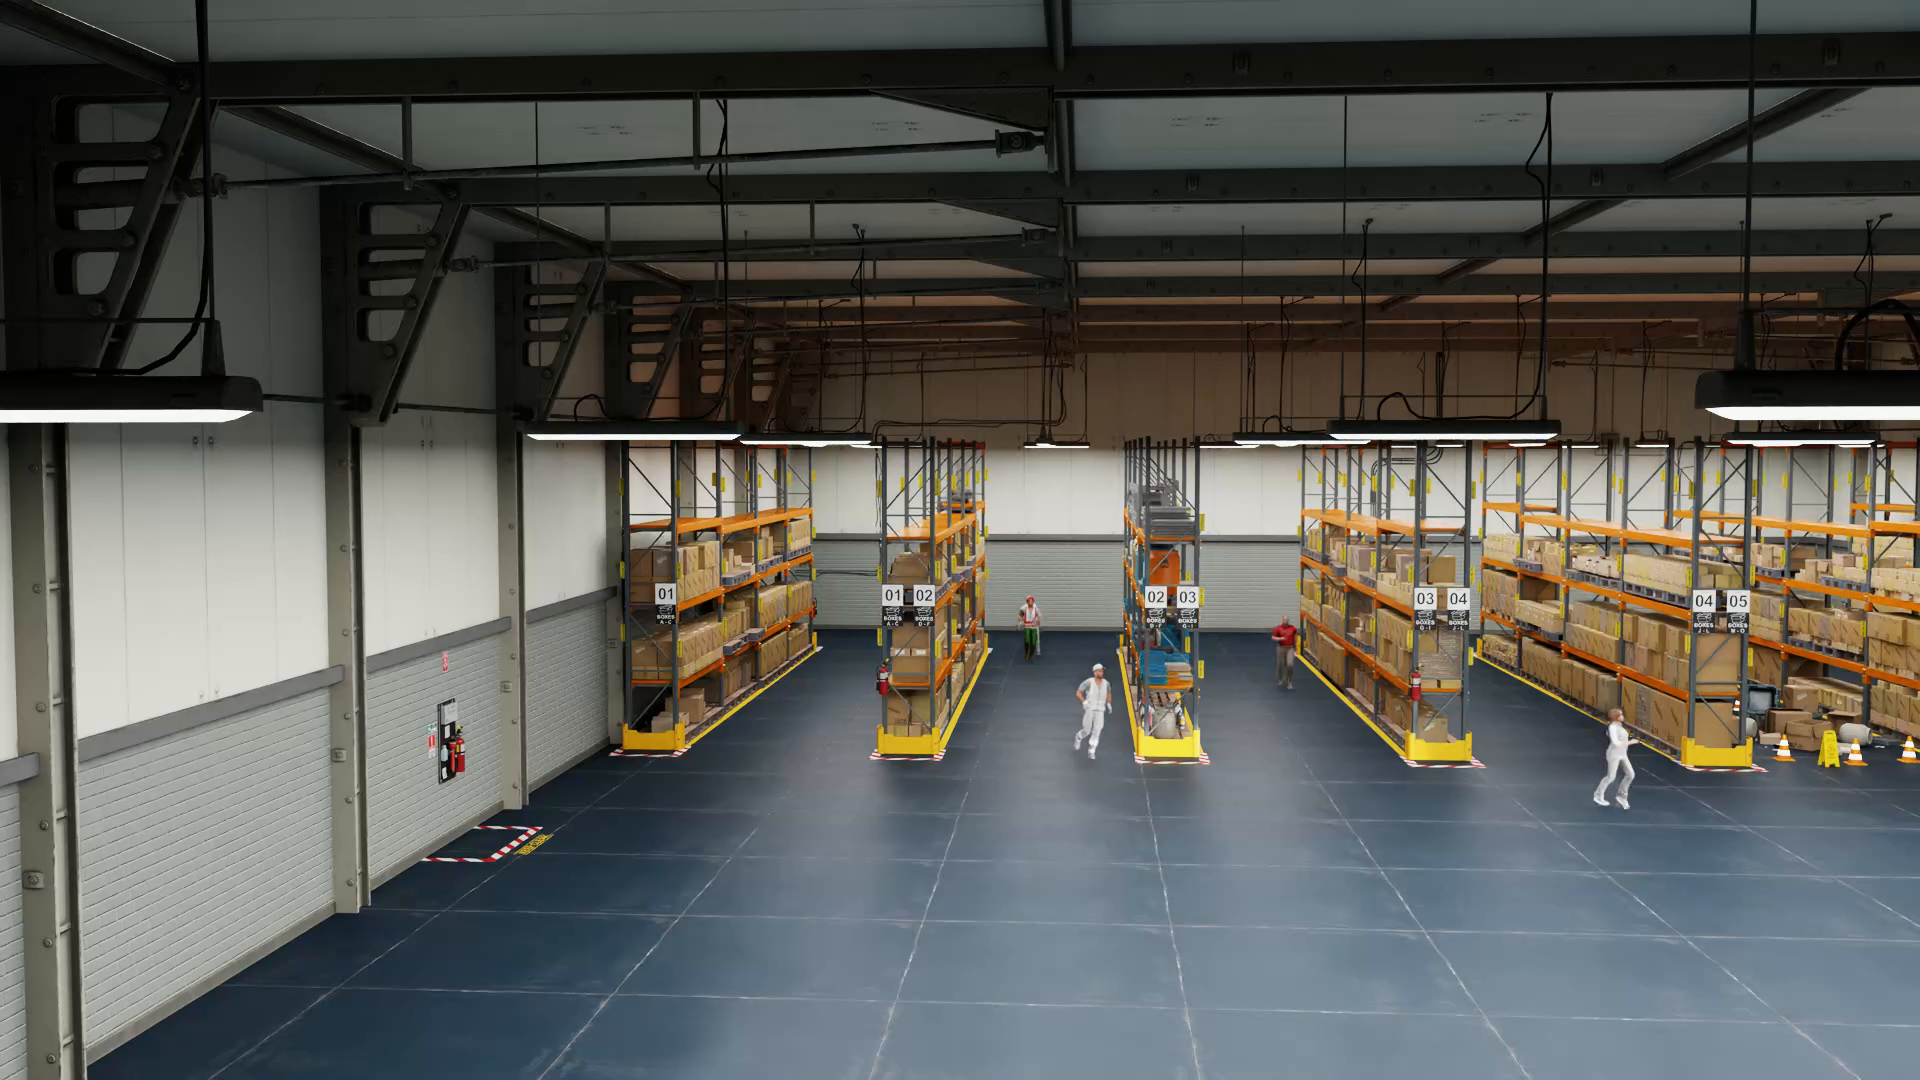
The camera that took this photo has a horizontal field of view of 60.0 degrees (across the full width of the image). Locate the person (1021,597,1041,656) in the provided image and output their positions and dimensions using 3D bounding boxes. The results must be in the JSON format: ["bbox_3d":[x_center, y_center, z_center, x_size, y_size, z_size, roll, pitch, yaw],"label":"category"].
[{"bbox_3d":[1.964,2.415,46.609,0.647,1.614,0.873,-1,3,-13],"label":"person"}]

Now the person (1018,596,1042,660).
[{"bbox_3d":[1.912,2.409,45.191,0.648,1.750,0.652,0,3,-2],"label":"person"}]

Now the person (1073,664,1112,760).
[{"bbox_3d":[2.540,3.187,31.109,0.718,1.735,0.865,-1,3,-16],"label":"person"}]

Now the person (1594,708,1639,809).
[{"bbox_3d":[10.511,3.503,26.599,0.684,1.647,0.526,3,4,42],"label":"person"}]

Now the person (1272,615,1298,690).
[{"bbox_3d":[7.847,2.718,40.181,0.652,1.812,0.832,0,3,5],"label":"person"}]
